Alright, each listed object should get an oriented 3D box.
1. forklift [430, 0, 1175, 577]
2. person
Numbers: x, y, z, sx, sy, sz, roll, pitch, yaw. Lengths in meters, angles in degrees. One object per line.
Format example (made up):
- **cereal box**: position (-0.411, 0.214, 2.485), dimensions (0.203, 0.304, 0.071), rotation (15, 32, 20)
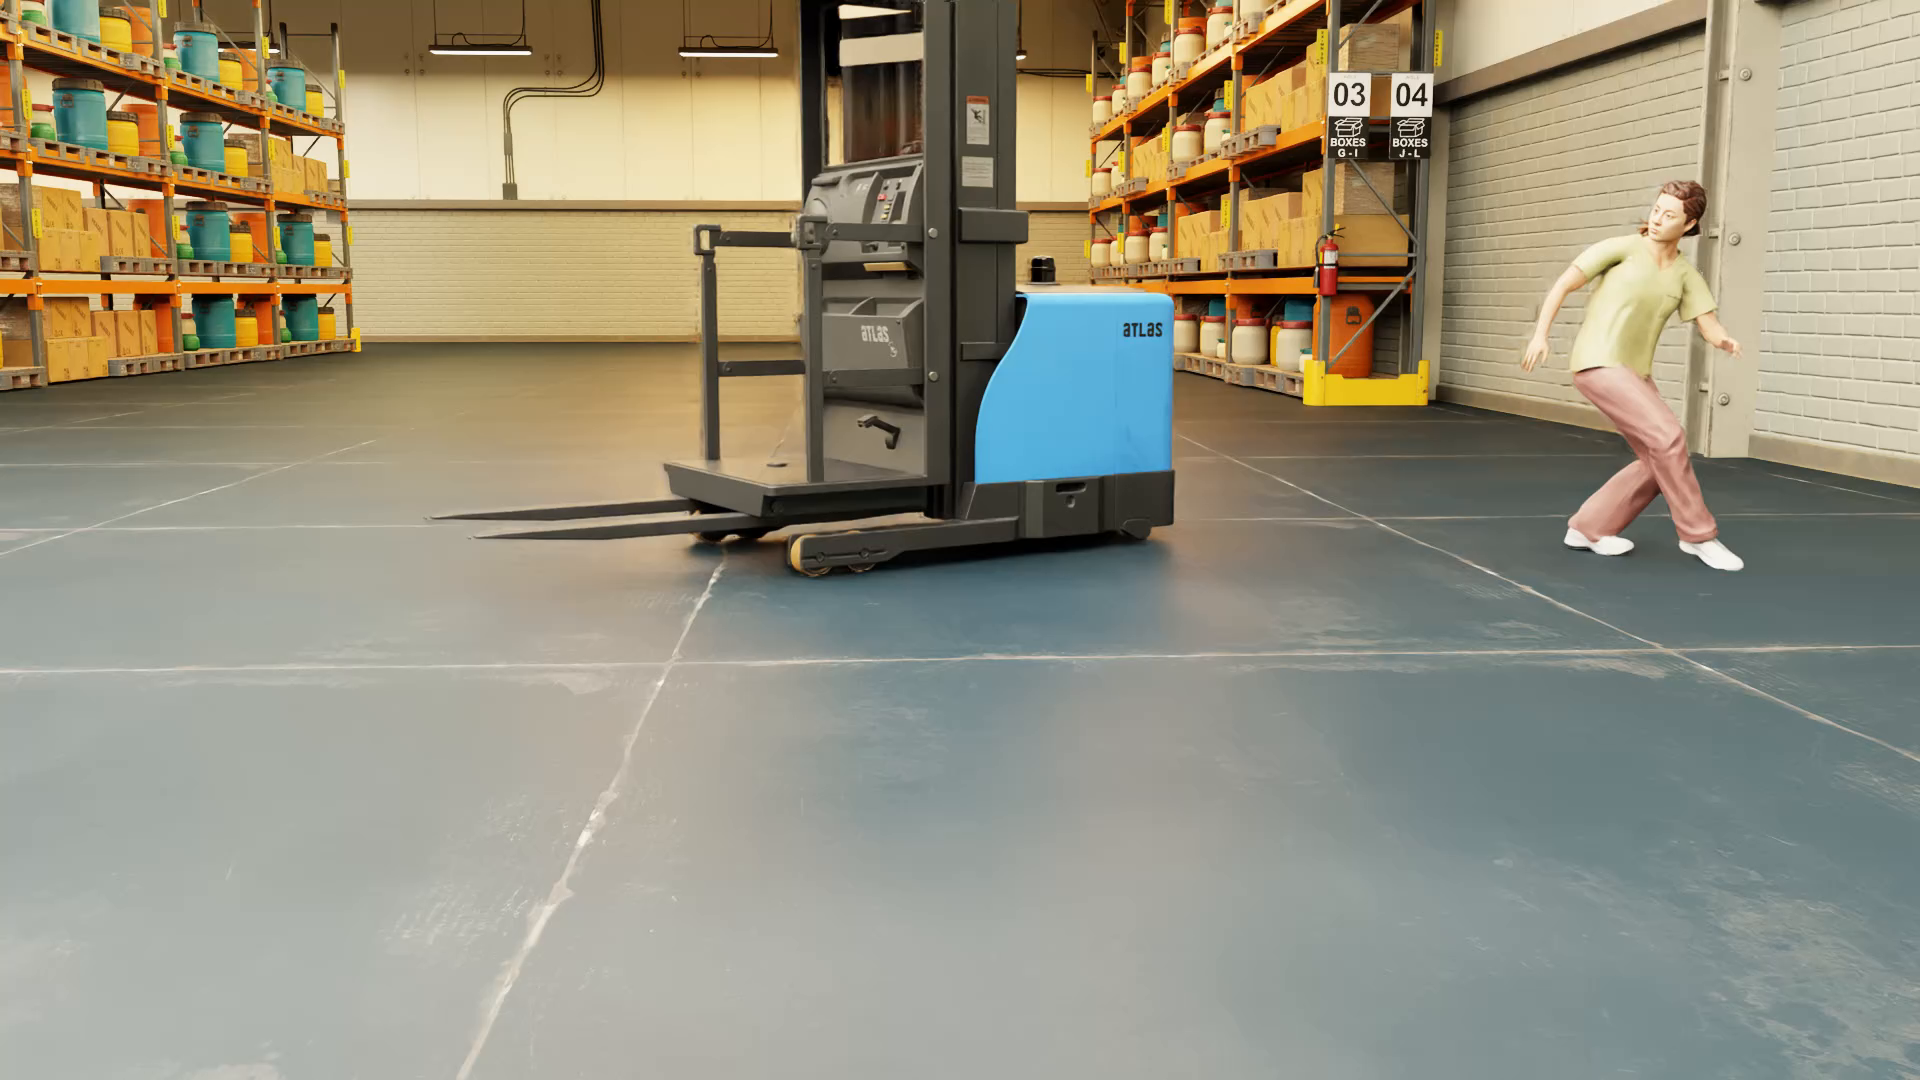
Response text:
- **forklift**: position (-0.585, -1.397, 6.741), dimensions (3.031, 2.935, 1.130), rotation (-5, 10, -31)
- **person**: position (2.726, -0.665, 6.635), dimensions (0.695, 1.519, 0.749), rotation (-5, 10, -28)
